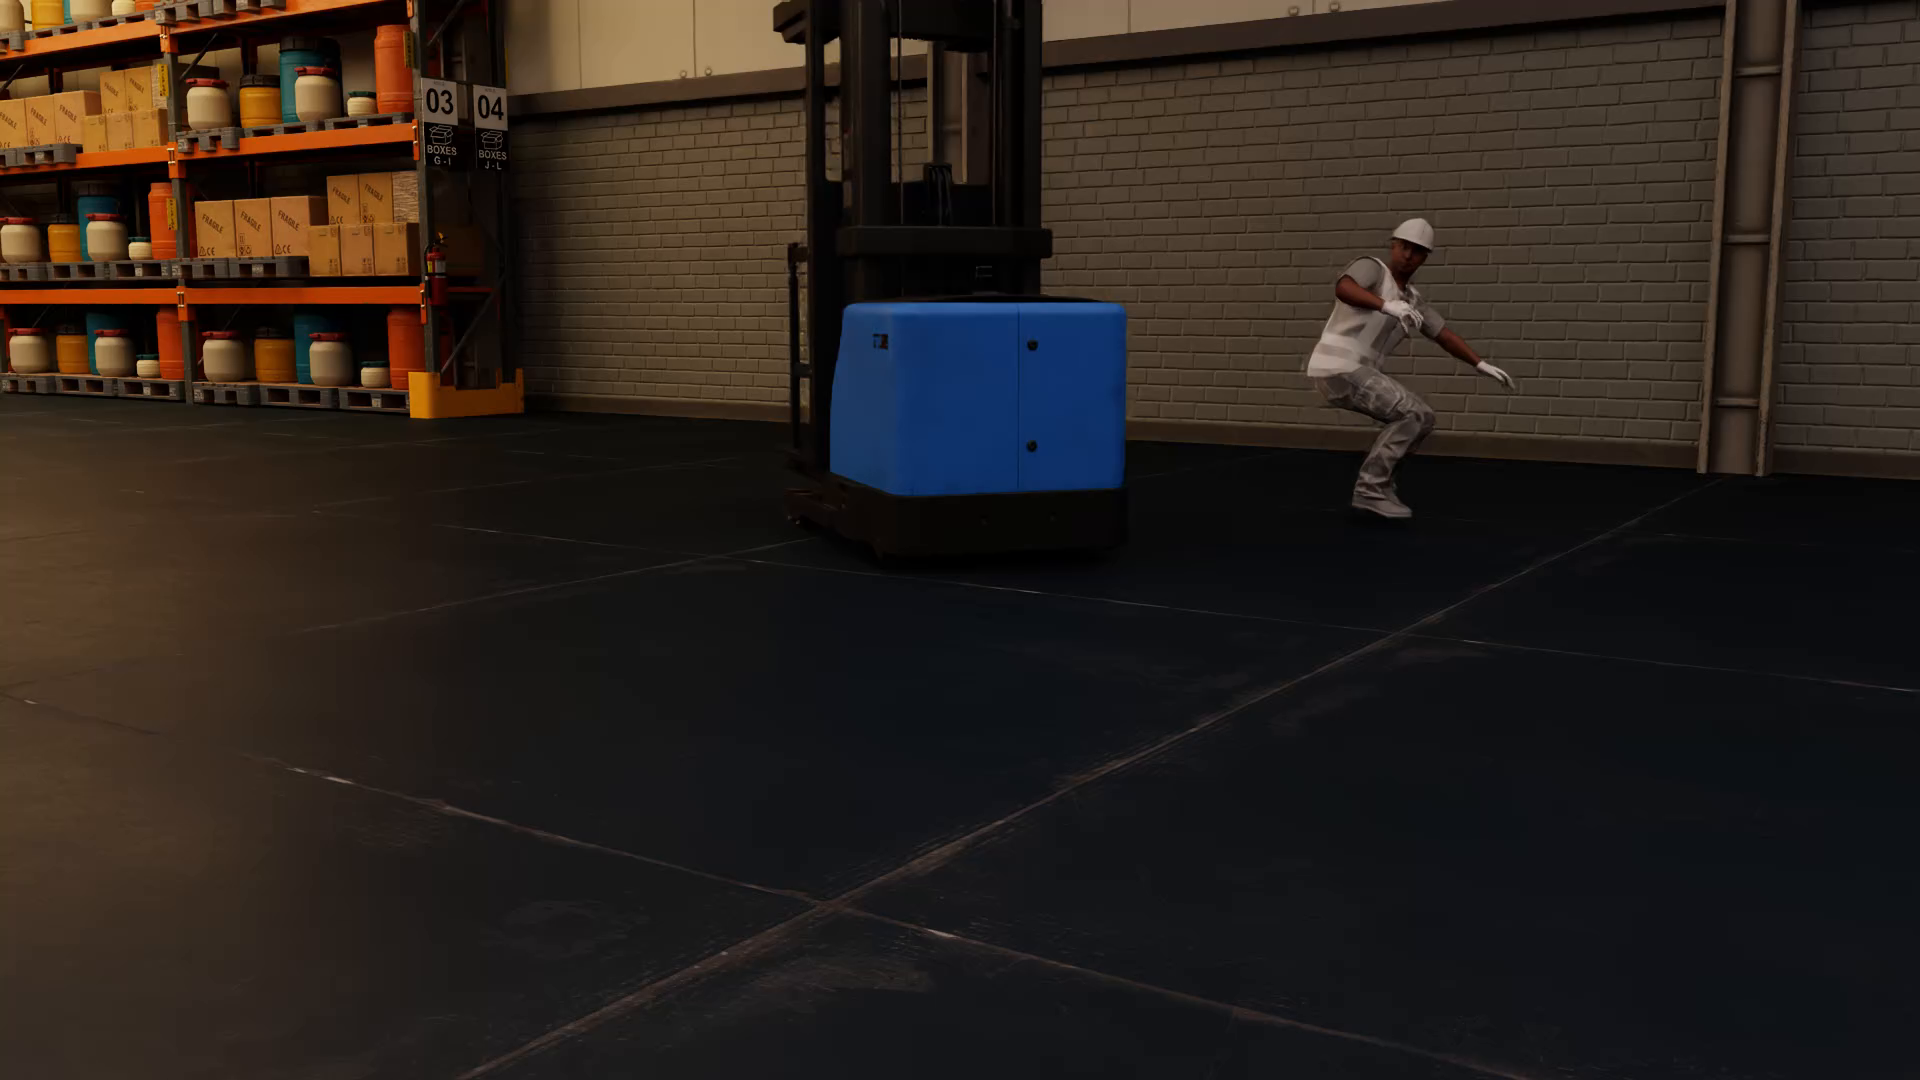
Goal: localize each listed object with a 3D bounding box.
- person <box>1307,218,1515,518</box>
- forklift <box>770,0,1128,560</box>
[{"bbox_3d":[2.206,-0.828,8.242,0.928,1.515,0.825,5,9,29],"label":"person"},{"bbox_3d":[-0.260,-1.536,7.997,1.130,2.935,3.031,-3,9,-19],"label":"forklift"}]
